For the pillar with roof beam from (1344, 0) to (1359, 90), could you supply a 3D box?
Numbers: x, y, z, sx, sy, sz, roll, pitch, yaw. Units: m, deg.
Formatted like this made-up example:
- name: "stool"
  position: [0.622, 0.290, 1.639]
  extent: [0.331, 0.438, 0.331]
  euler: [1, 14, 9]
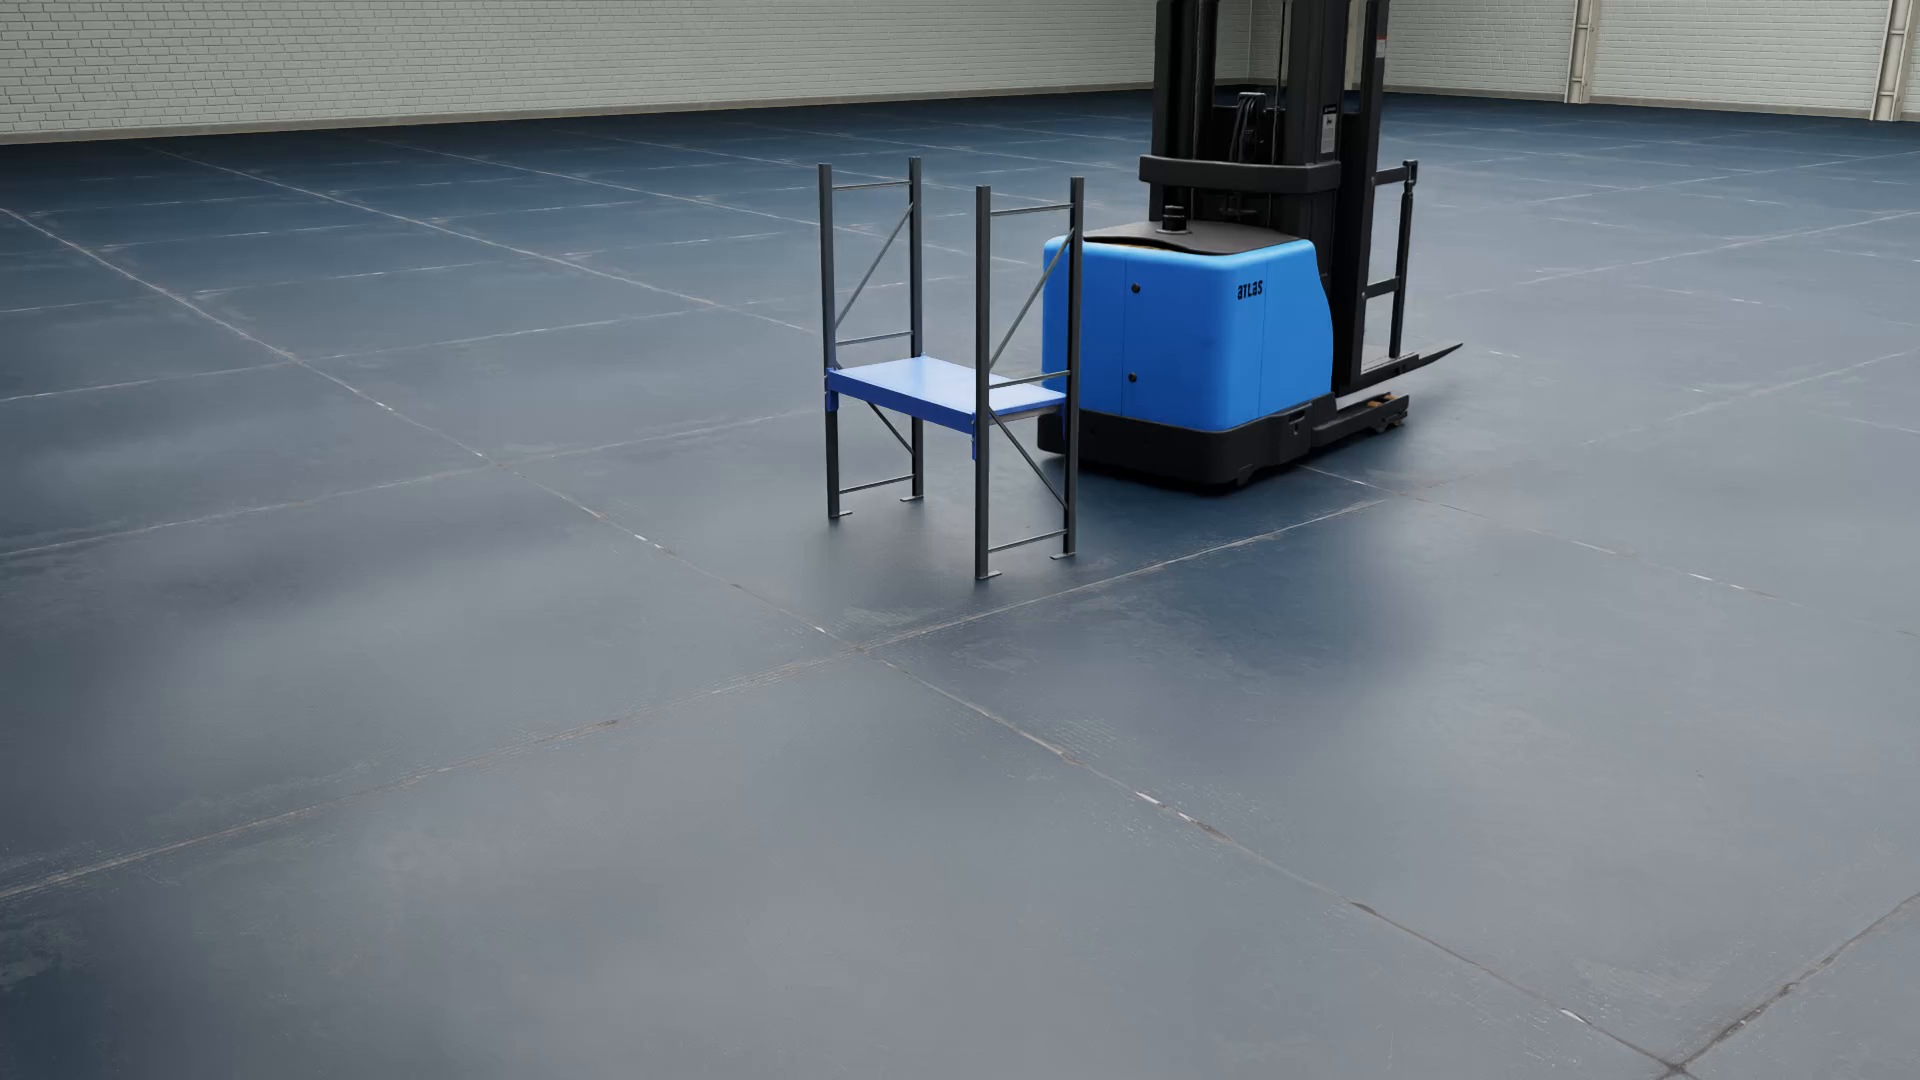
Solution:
- name: "pillar with roof beam"
  position: [5.338, -13.726, 34.040]
  extent: [9.100, 9.000, 0.400]
  euler: [-14, 23, -36]

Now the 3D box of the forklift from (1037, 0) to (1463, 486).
- name: "forklift"
  position: [1.700, -2.029, 8.370]
  extent: [1.130, 2.935, 3.031]
  euler: [15, 23, 37]

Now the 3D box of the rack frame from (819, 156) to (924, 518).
- name: "rack frame"
  position: [-0.369, -0.858, 7.110]
  extent: [0.500, 1.500, 0.032]
  euler: [-14, 23, -36]

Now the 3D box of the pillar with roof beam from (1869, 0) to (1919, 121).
- name: "pillar with roof beam"
  position: [12.789, -10.769, 25.110]
  extent: [9.100, 9.000, 0.400]
  euler: [-14, 23, -36]

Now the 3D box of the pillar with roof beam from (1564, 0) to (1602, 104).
- name: "pillar with roof beam"
  position: [9.064, -12.247, 29.575]
  extent: [9.100, 9.000, 0.400]
  euler: [-14, 23, -36]

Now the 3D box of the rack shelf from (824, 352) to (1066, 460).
- name: "rack shelf"
  position: [-0.053, -0.562, 6.788]
  extent: [0.538, 0.185, 1.000]
  euler: [-14, 23, -36]

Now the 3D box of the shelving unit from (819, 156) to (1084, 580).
- name: "shelving unit"
  position: [-0.053, -0.733, 6.732]
  extent: [0.538, 1.500, 1.048]
  euler: [-14, 23, -36]

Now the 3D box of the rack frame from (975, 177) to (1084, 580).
- name: "rack frame"
  position: [0.263, -0.608, 6.354]
  extent: [0.500, 1.500, 0.032]
  euler: [-14, 23, -36]
